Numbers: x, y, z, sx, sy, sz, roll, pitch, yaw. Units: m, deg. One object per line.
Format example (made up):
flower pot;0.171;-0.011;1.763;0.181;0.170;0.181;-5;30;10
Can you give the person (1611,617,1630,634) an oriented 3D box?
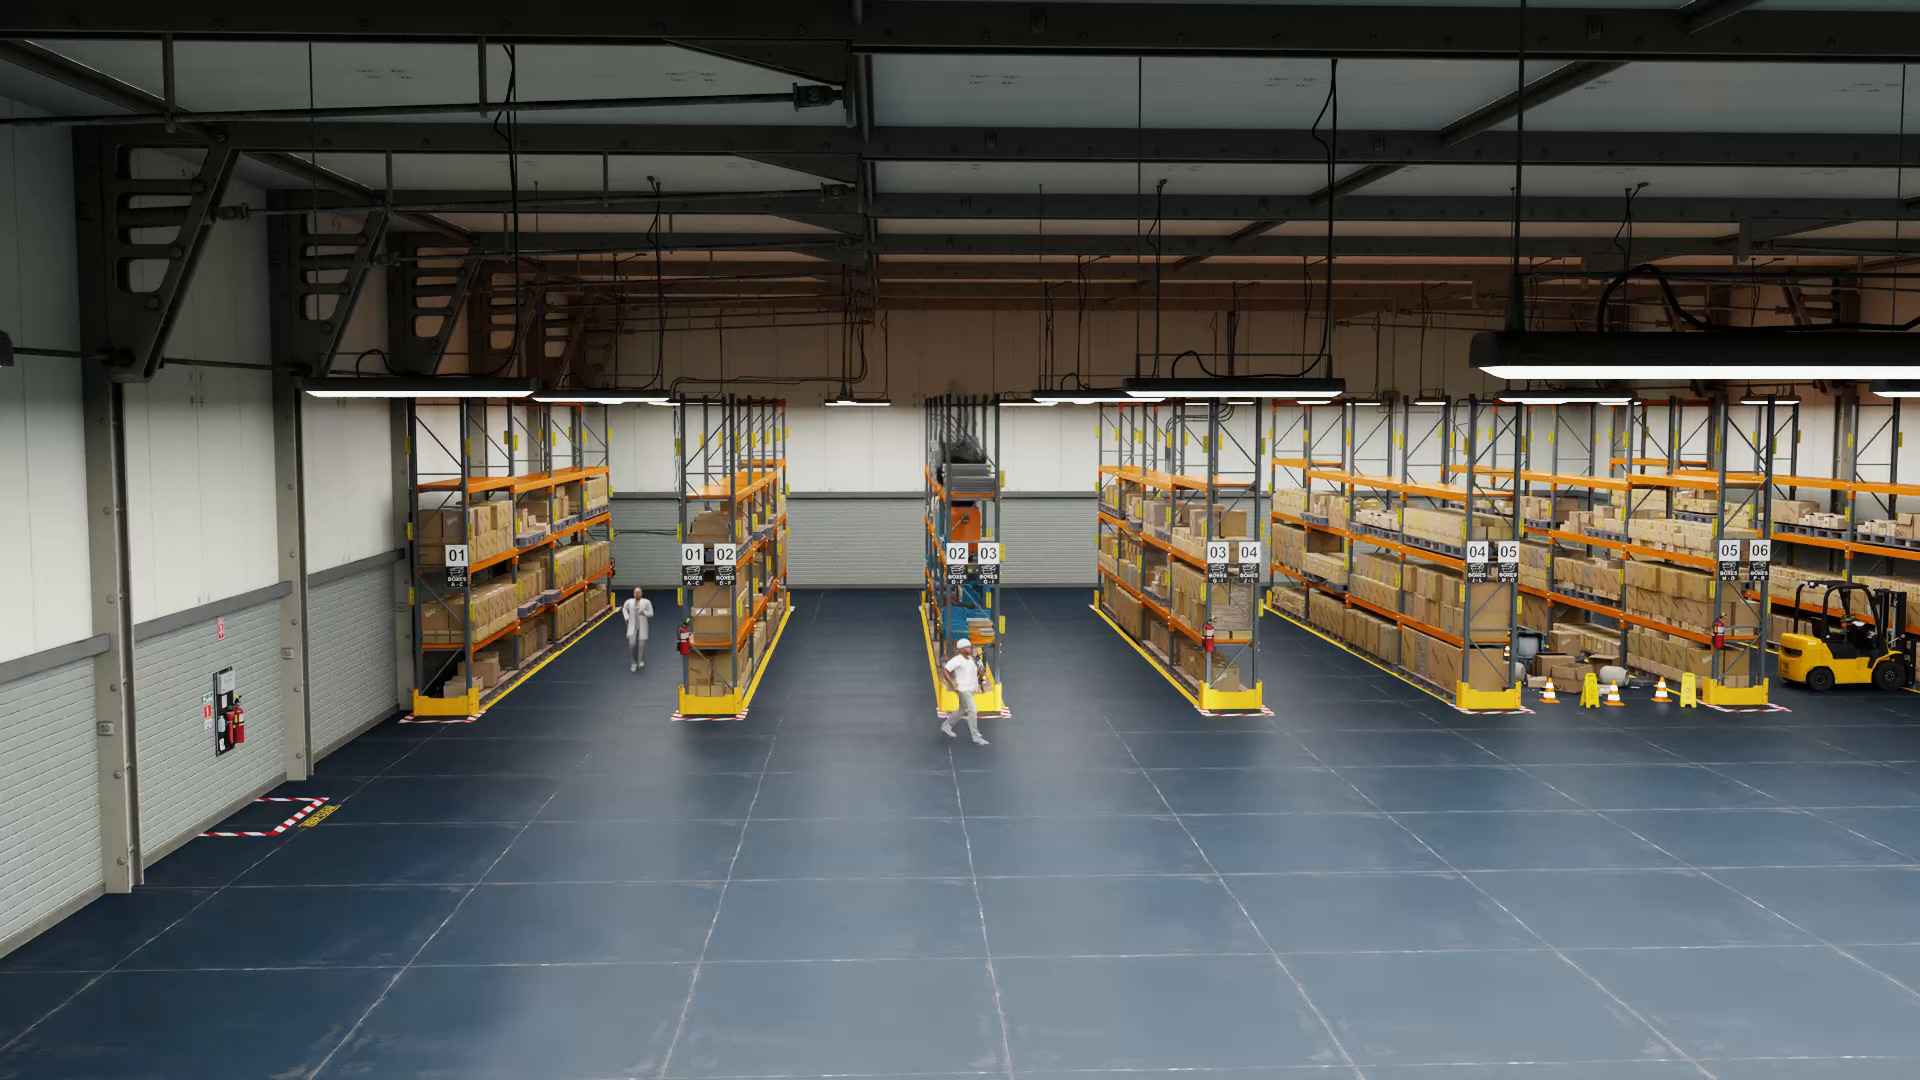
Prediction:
person;16.301;1.644;40.879;0.661;1.695;0.638;0;5;-6

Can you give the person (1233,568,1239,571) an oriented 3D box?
person;7.869;1.117;47.585;0.697;1.698;0.582;1;5;8

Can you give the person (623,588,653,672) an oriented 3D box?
person;-7.053;1.962;36.406;0.682;1.841;0.801;0;5;-6

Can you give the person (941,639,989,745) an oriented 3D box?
person;0.086;2.572;28.396;0.945;1.780;0.691;2;5;21
